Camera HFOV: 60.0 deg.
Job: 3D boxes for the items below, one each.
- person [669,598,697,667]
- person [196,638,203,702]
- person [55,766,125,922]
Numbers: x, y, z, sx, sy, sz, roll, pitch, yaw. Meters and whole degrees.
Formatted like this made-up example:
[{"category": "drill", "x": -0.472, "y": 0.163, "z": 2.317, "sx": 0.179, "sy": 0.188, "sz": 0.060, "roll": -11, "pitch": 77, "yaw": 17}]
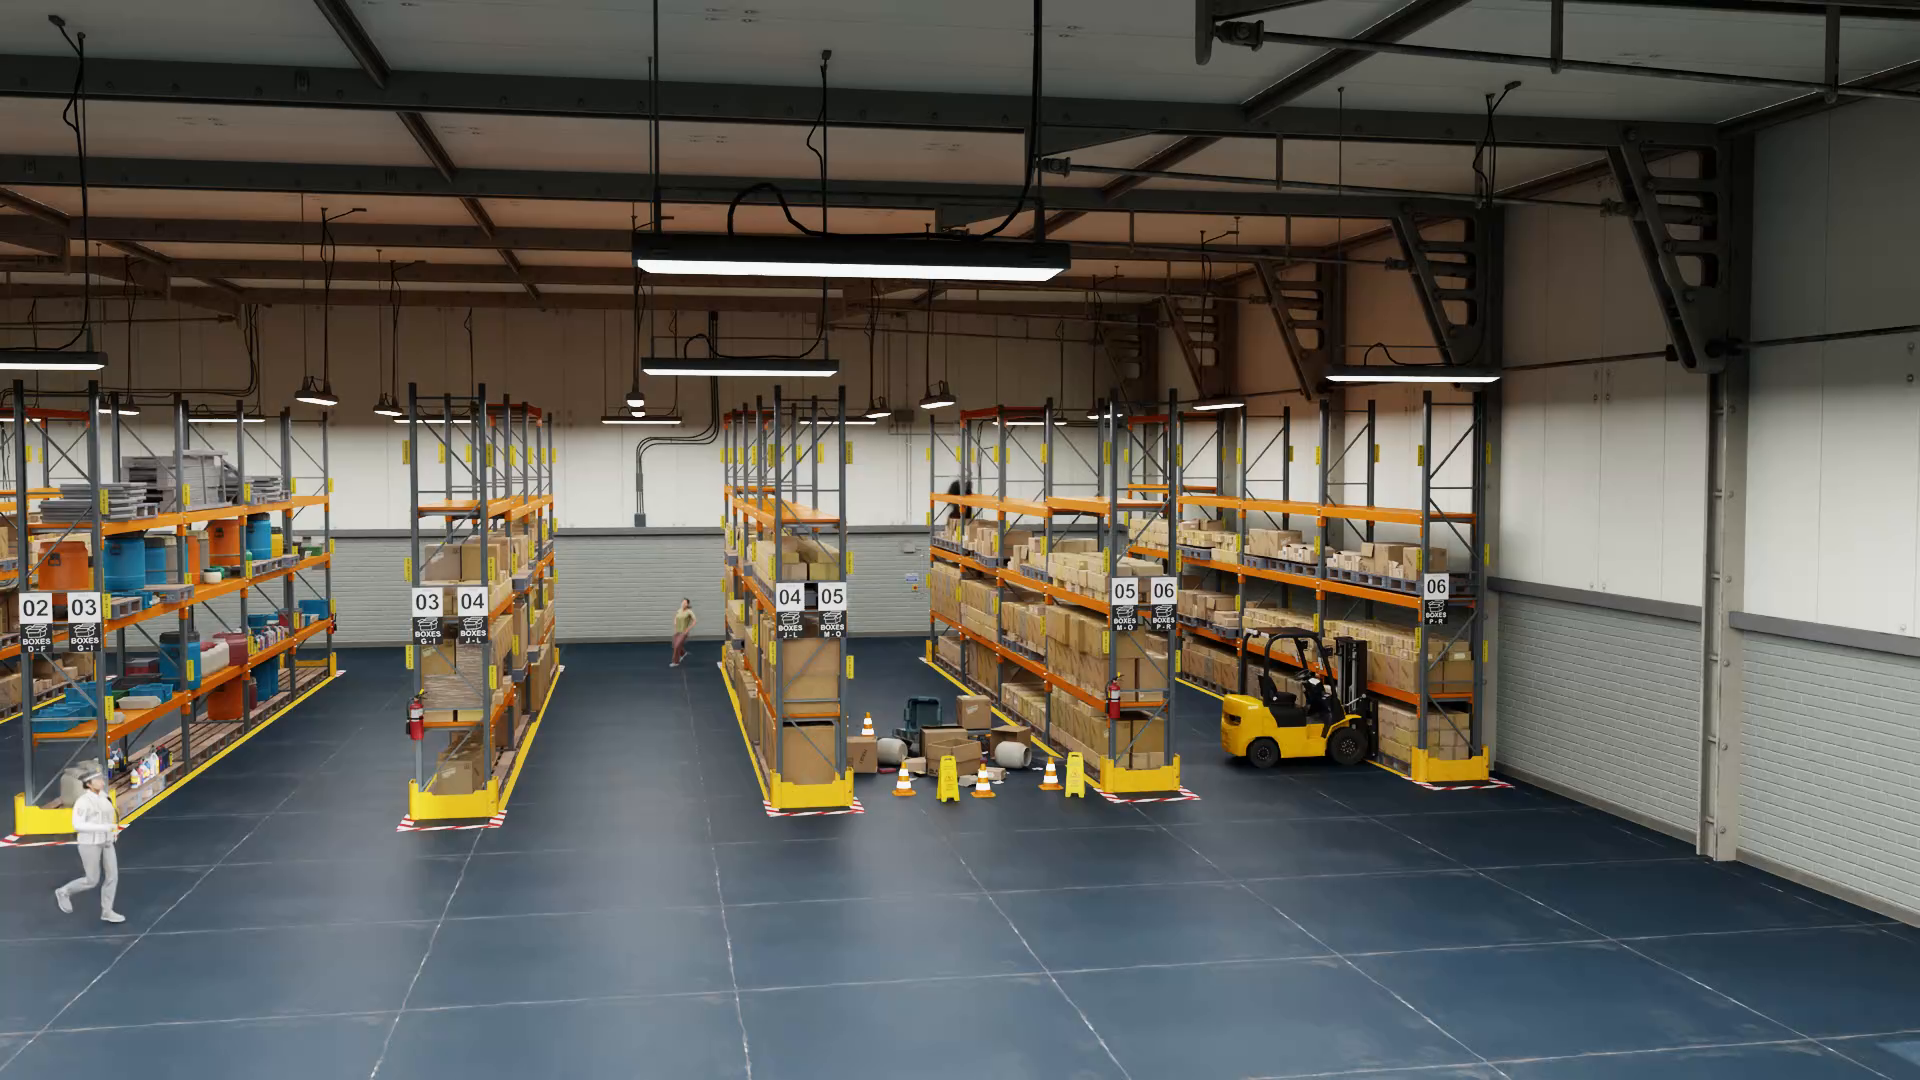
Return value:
[{"category": "person", "x": -6.548, "y": 2.190, "z": 39.559, "sx": 0.639, "sy": 1.626, "sz": 0.635, "roll": 1, "pitch": 3, "yaw": 25}, {"category": "person", "x": -15.419, "y": 2.509, "z": 33.290, "sx": 0.627, "sy": 1.695, "sz": 0.865, "roll": -1, "pitch": 3, "yaw": -10}, {"category": "person", "x": -9.325, "y": 3.254, "z": 17.857, "sx": 0.760, "sy": 1.669, "sz": 0.626, "roll": 0, "pitch": 3, "yaw": 9}]
